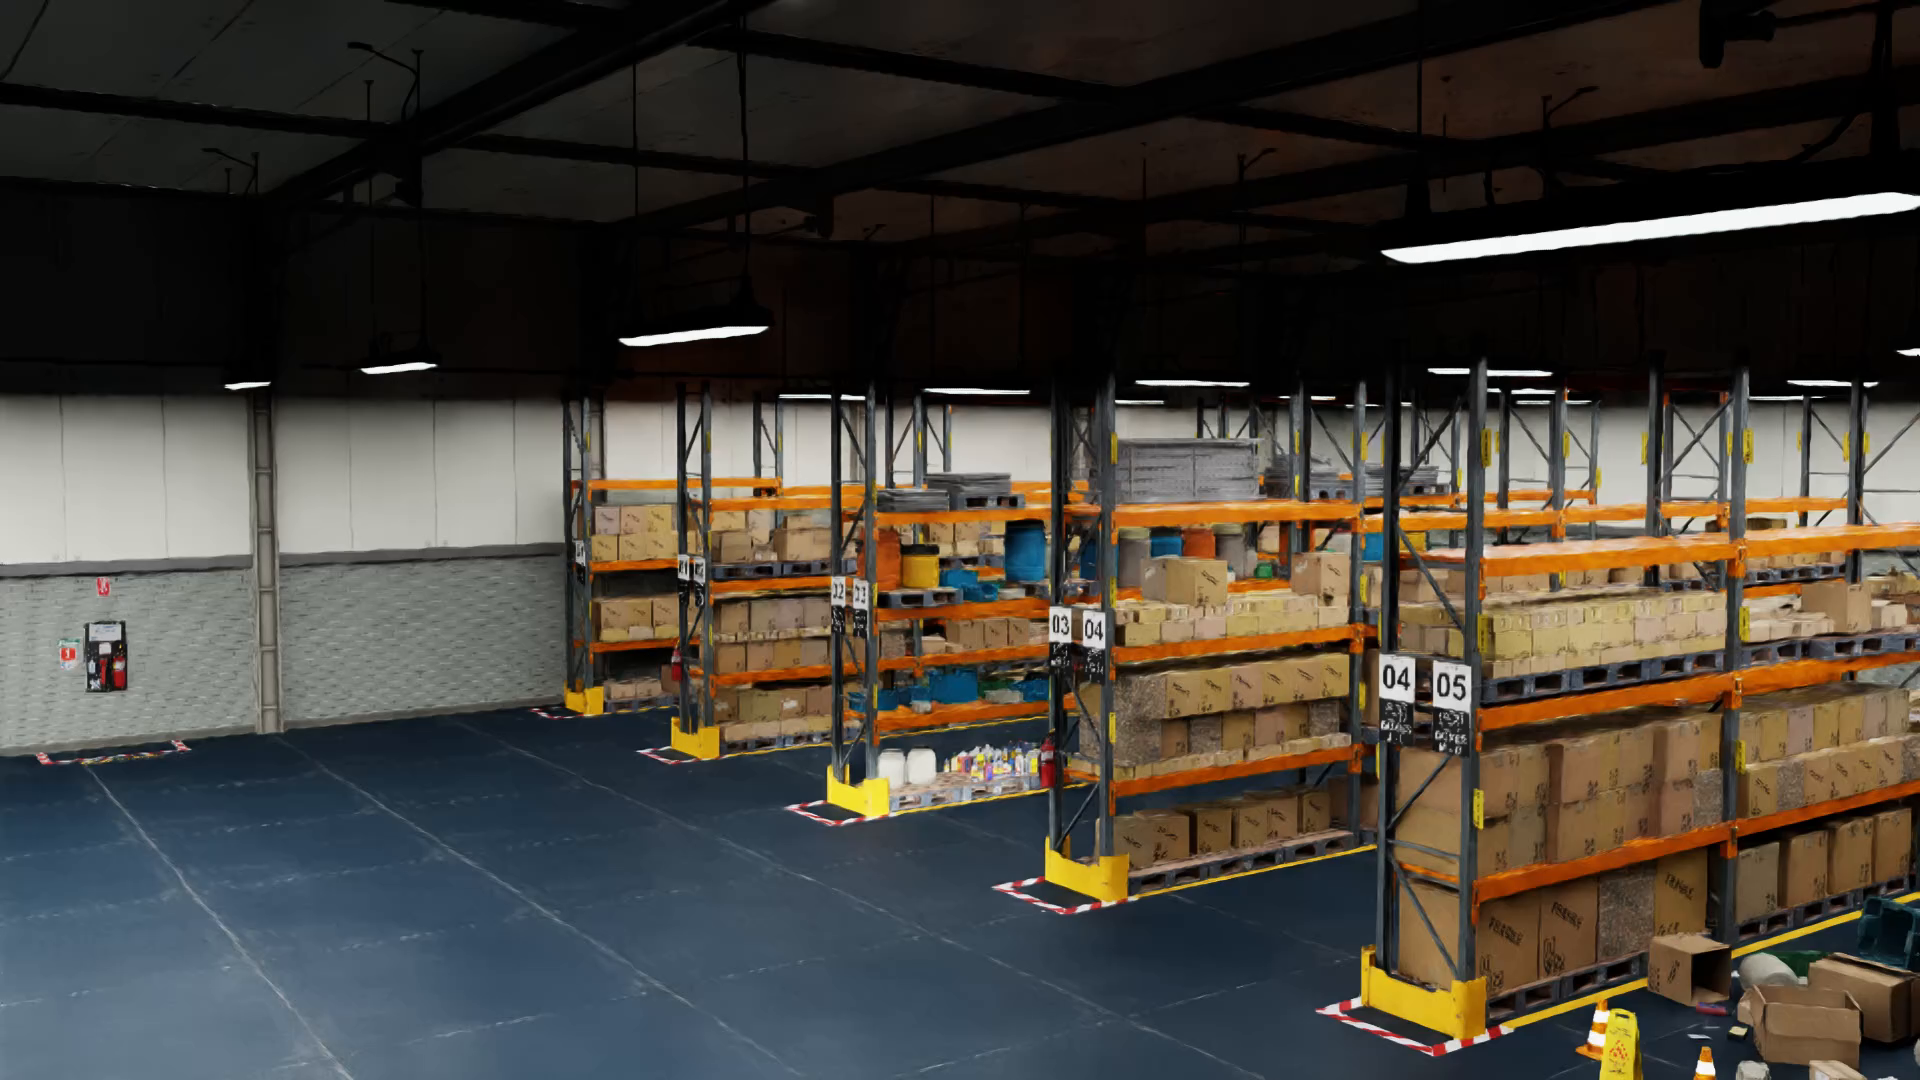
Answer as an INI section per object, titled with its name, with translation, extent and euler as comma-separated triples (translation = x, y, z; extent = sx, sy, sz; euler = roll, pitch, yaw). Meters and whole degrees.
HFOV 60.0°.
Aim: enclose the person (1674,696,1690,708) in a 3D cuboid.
[person]
translation = 9.662, 2.881, 22.149
extent = 0.546, 1.733, 0.729
euler = -3, 5, -36
